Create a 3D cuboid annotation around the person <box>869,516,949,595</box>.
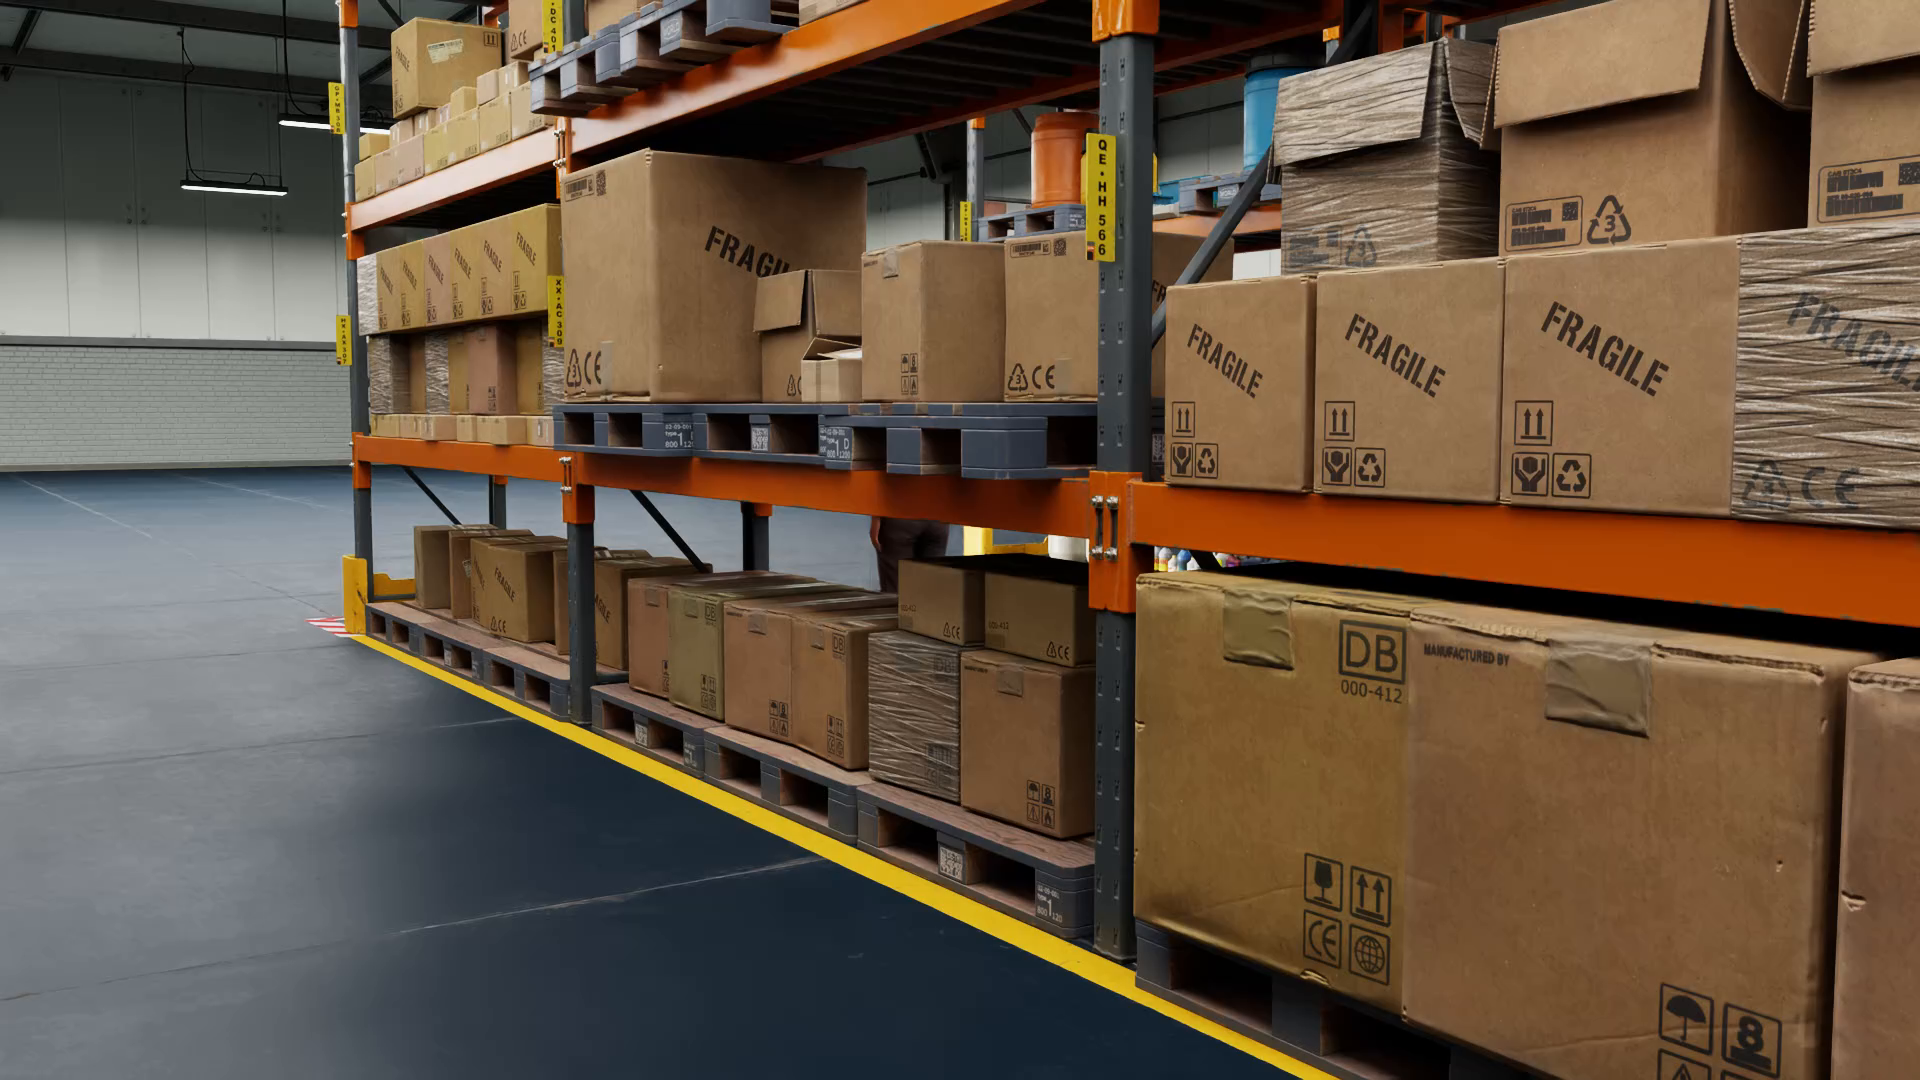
[{"bbox_3d":[-0.274,-0.084,9.114,0.535,1.740,0.361,-3,5,-32],"label":"person"}]
